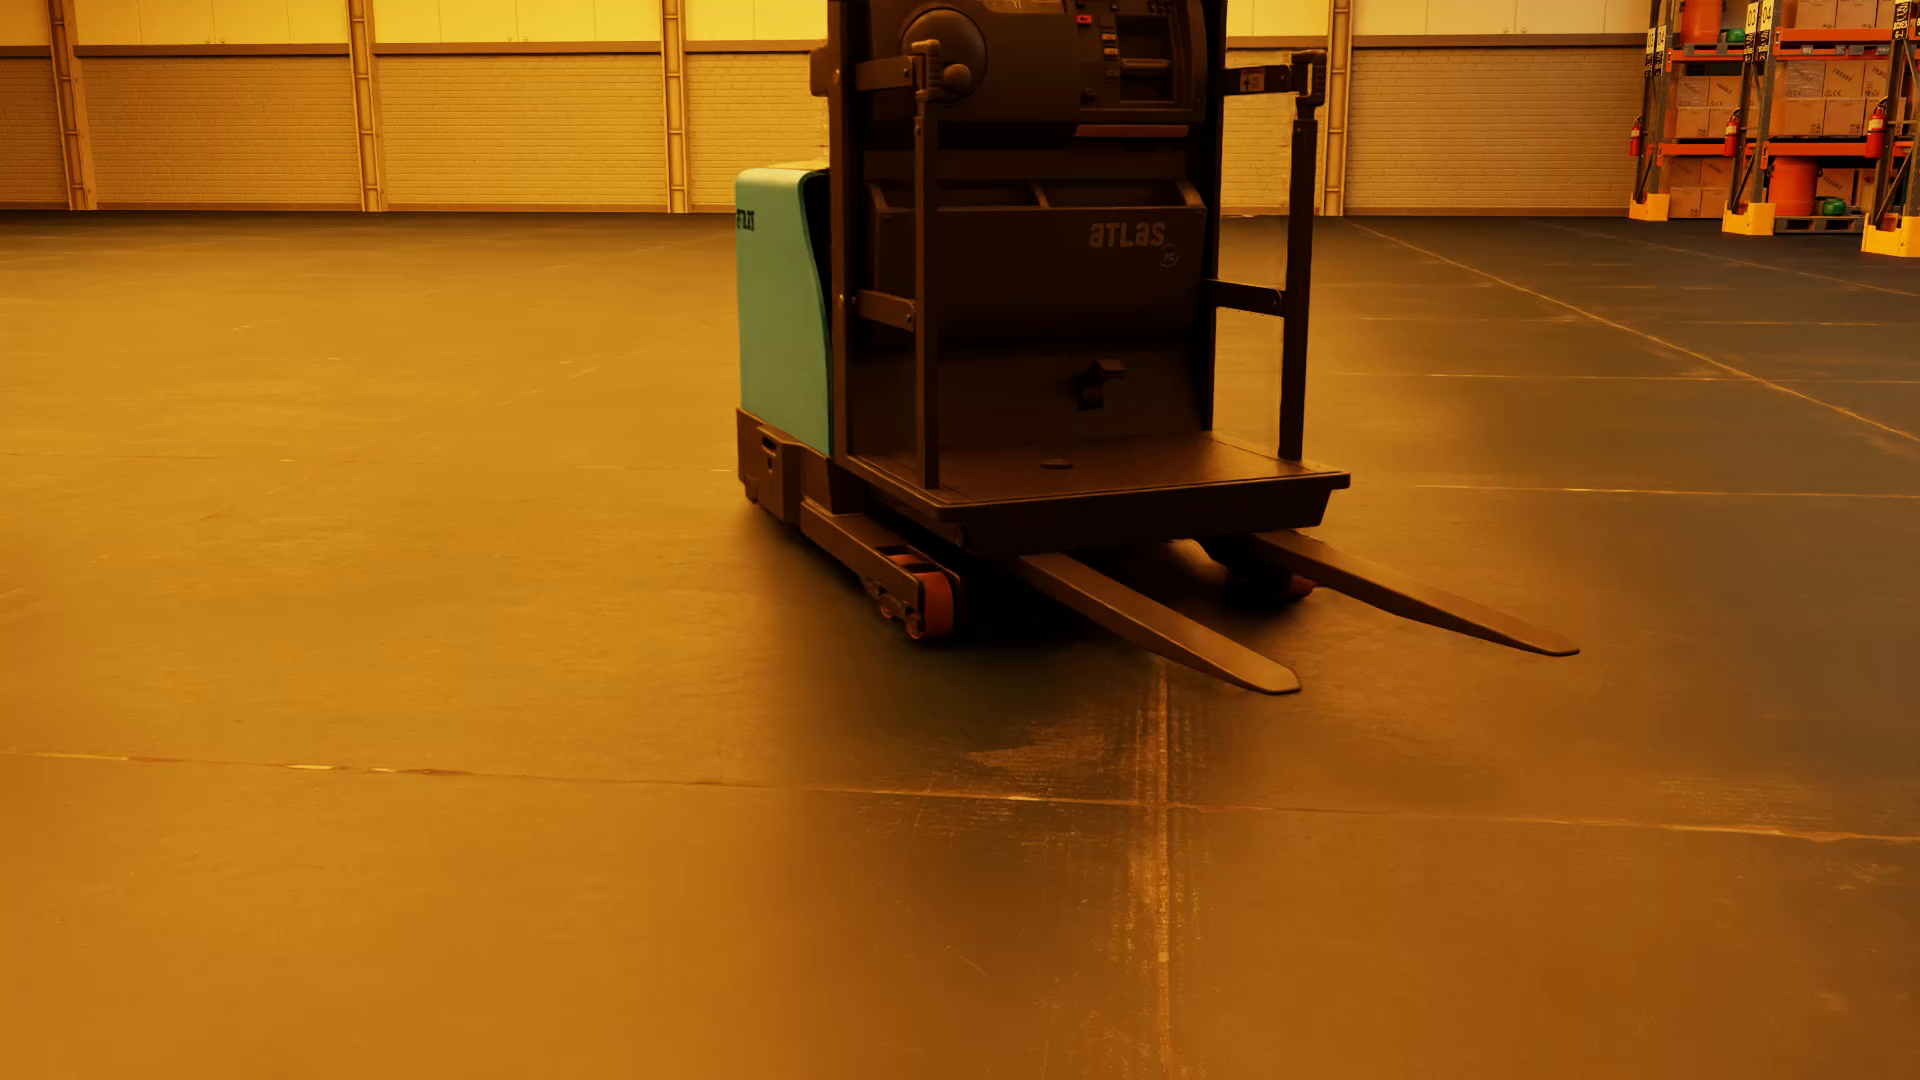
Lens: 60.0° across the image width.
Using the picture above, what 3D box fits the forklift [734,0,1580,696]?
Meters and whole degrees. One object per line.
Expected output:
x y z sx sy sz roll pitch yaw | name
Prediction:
0.284 -1.297 4.056 1.130 2.935 3.031 -5 14 -21 | forklift
